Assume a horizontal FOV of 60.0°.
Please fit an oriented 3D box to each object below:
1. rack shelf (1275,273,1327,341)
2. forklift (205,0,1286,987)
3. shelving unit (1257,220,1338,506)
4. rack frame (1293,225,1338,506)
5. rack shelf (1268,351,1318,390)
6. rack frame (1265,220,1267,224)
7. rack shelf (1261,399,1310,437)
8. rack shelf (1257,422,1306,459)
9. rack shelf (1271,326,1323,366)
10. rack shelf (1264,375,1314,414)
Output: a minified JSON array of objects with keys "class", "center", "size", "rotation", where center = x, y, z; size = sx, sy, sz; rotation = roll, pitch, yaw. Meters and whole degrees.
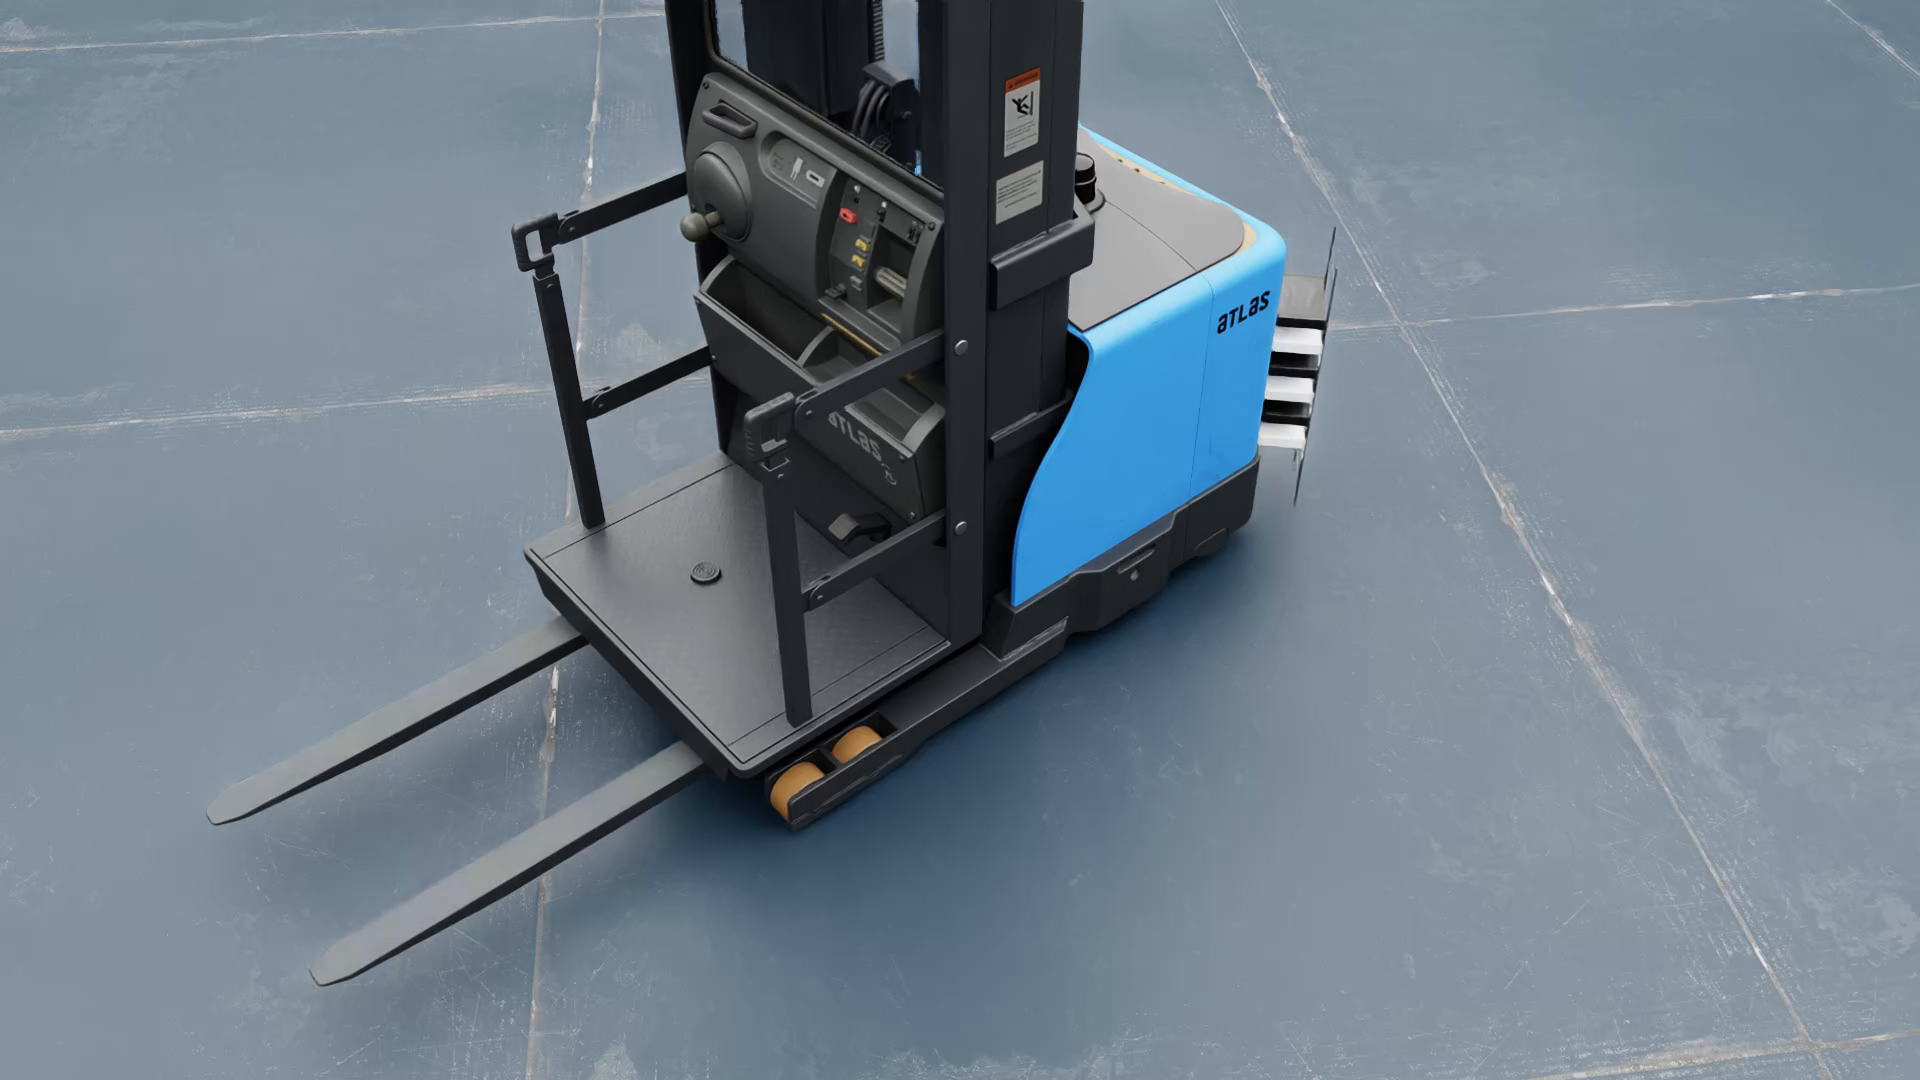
[{"class":"rack shelf","center":[0.998,-0.709,5.010],"size":[0.200,0.077,0.258],"rotation":[5,42,6]},{"class":"forklift","center":[-0.527,-0.734,3.876],"size":[3.031,2.935,1.130],"rotation":[-30,50,-29]},{"class":"shelving unit","center":[0.998,-0.533,5.168],"size":[0.210,0.900,0.258],"rotation":[5,42,6]},{"class":"rack frame","center":[1.098,-0.523,5.158],"size":[0.006,0.900,0.240],"rotation":[5,42,6]},{"class":"rack shelf","center":[0.998,-0.575,5.130],"size":[0.200,0.077,0.258],"rotation":[5,42,6]},{"class":"rack frame","center":[0.897,-0.543,5.179],"size":[0.006,0.900,0.240],"rotation":[5,42,6]},{"class":"rack shelf","center":[0.998,-0.441,5.251],"size":[0.200,0.077,0.258],"rotation":[5,42,6]},{"class":"rack shelf","center":[0.998,-0.374,5.311],"size":[0.200,0.077,0.258],"rotation":[5,42,6]},{"class":"rack shelf","center":[0.998,-0.642,5.070],"size":[0.200,0.077,0.258],"rotation":[5,42,6]},{"class":"rack shelf","center":[0.998,-0.508,5.191],"size":[0.200,0.077,0.258],"rotation":[5,42,6]}]
